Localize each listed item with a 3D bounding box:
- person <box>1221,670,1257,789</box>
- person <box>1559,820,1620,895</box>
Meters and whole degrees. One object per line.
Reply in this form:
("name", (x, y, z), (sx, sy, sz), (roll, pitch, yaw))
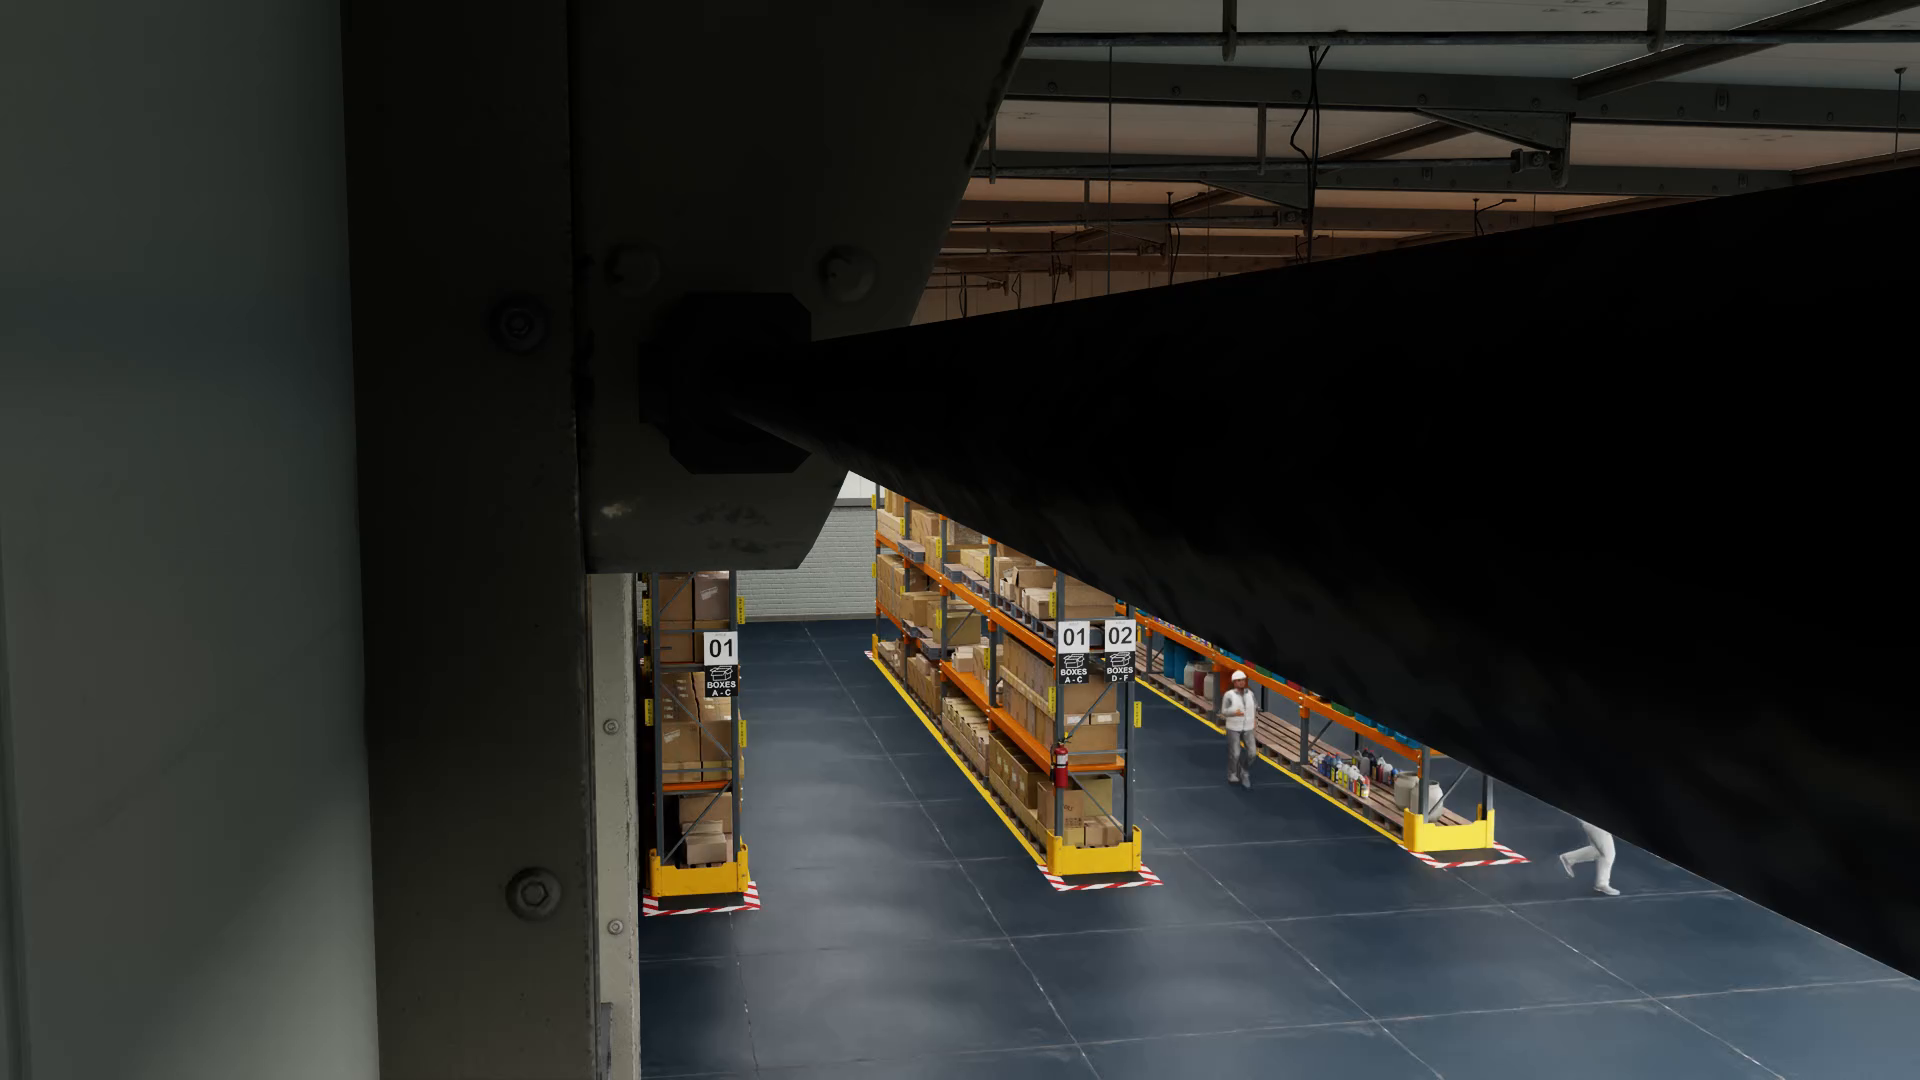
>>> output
("person", (4.259, 2.879, 25.171), (0.639, 1.800, 0.680), (-1, 6, -10))
("person", (7.679, 3.444, 20.224), (0.720, 1.665, 0.622), (3, 7, 27))
